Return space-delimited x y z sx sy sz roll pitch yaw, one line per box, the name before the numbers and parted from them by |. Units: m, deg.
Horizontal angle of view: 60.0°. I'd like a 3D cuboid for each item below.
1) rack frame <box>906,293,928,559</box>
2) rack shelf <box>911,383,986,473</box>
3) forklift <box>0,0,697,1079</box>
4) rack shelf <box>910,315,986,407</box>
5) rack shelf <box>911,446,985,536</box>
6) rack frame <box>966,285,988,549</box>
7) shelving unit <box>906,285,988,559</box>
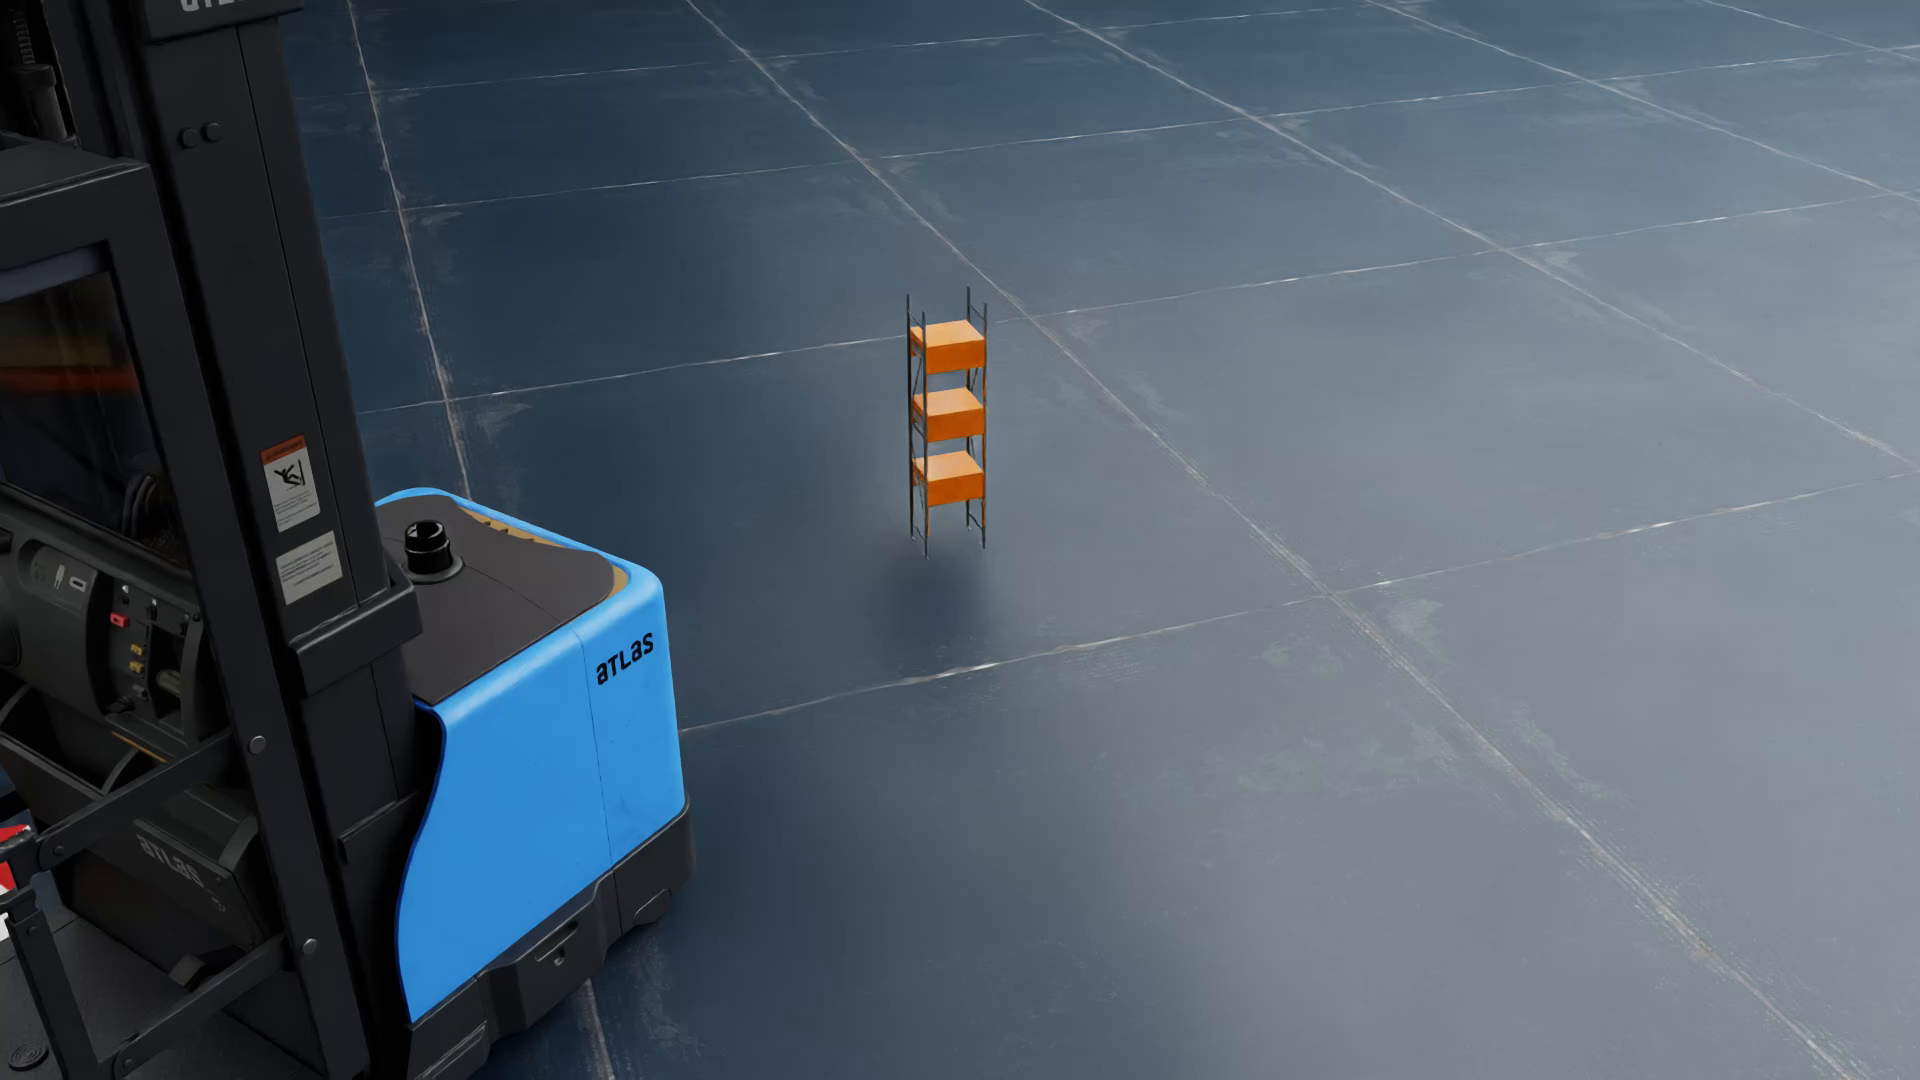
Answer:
rack frame | -0.164 -0.426 6.437 0.008 1.050 0.200 -10 31 -18
rack shelf | -0.050 -0.438 6.479 0.240 0.259 0.215 -10 31 -18
forklift | -2.012 0.222 3.399 1.130 2.935 3.031 18 34 29
rack shelf | -0.050 -0.684 6.339 0.240 0.259 0.215 -10 31 -18
rack shelf | -0.050 -0.196 6.617 0.240 0.259 0.215 -10 31 -18
rack frame | 0.064 -0.468 6.511 0.008 1.050 0.200 -10 31 -18
shelving unit | -0.050 -0.447 6.474 0.252 1.050 0.215 -10 31 -18
